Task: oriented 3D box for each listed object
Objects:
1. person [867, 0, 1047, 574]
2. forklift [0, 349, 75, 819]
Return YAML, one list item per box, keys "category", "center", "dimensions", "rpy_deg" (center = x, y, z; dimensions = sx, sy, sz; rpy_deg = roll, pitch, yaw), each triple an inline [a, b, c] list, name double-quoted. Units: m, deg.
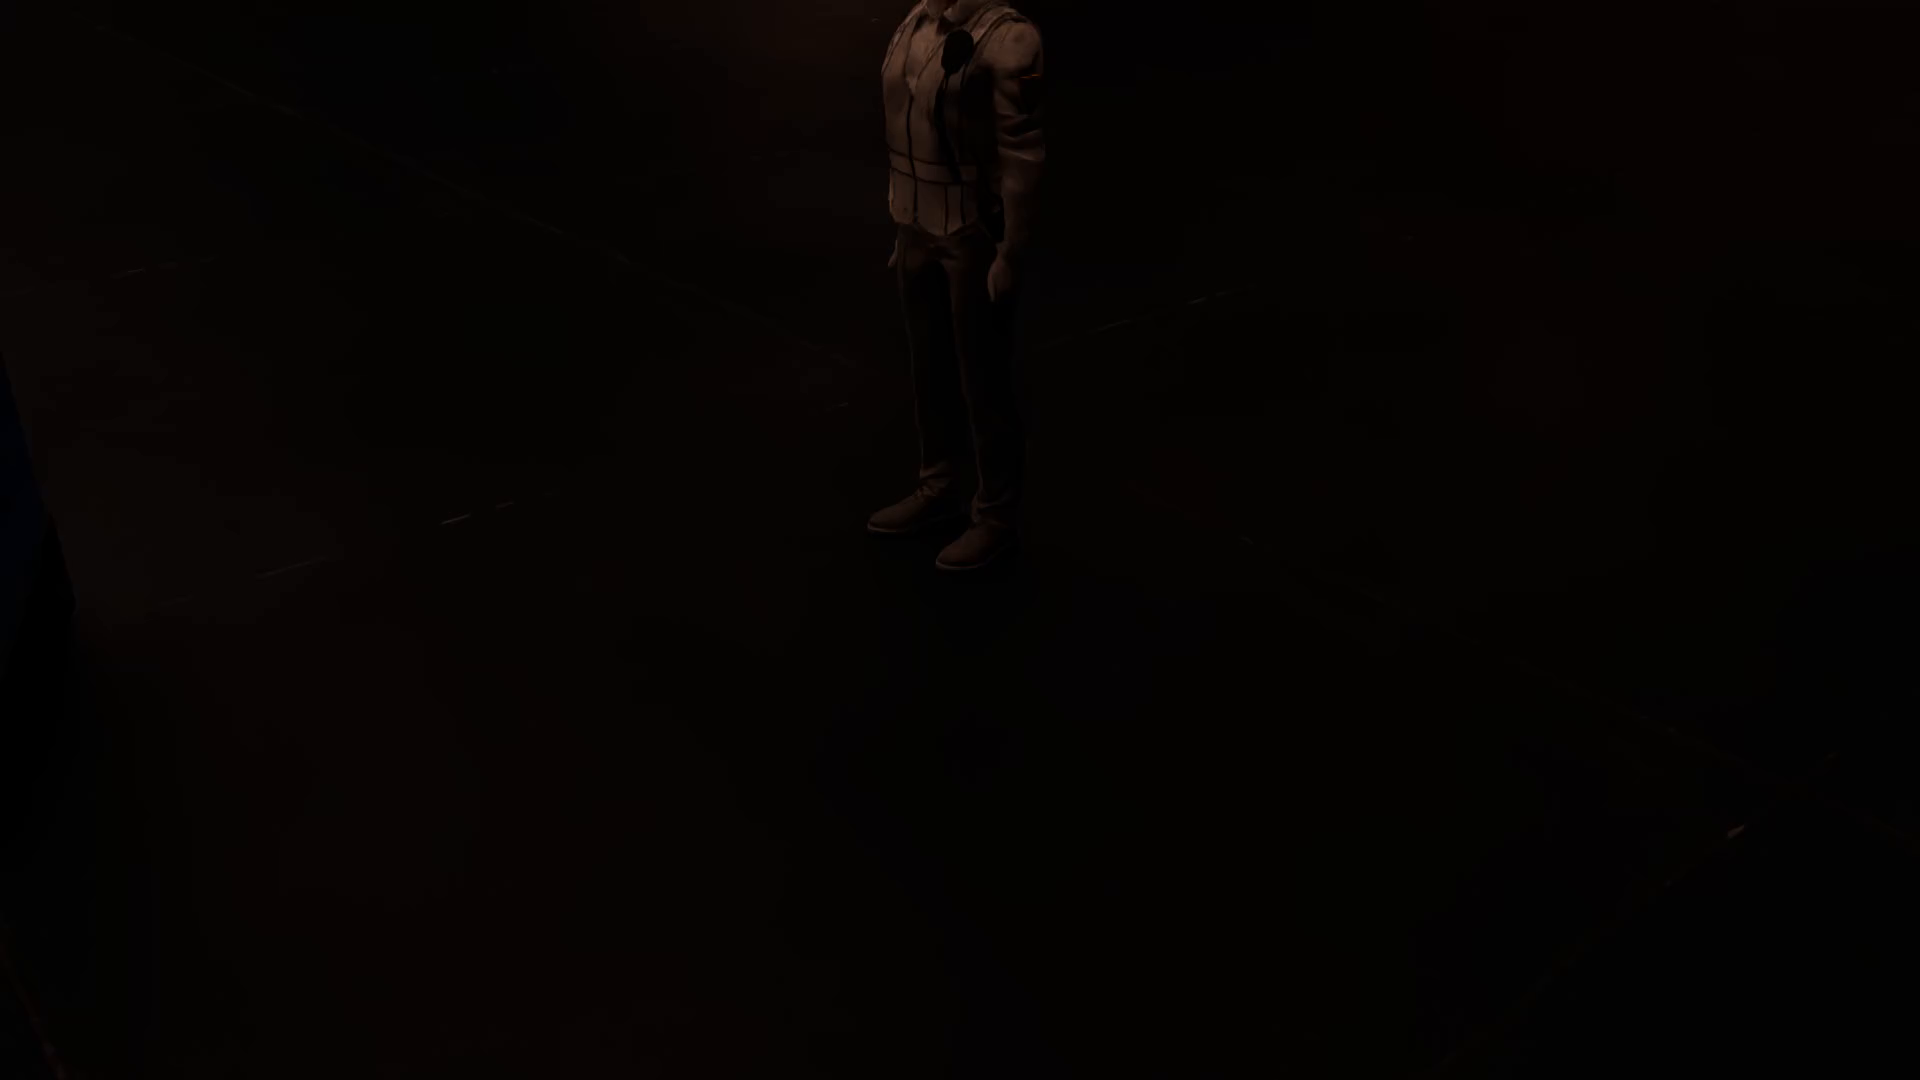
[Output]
- category: "person"
  center: [-0.011, -0.751, 4.117]
  dimensions: [0.336, 1.692, 0.463]
  rpy_deg: [-20, 33, -35]
- category: "forklift"
  center: [-3.426, -0.690, 2.594]
  dimensions: [3.031, 2.935, 1.130]
  rpy_deg: [-9, 28, -18]
